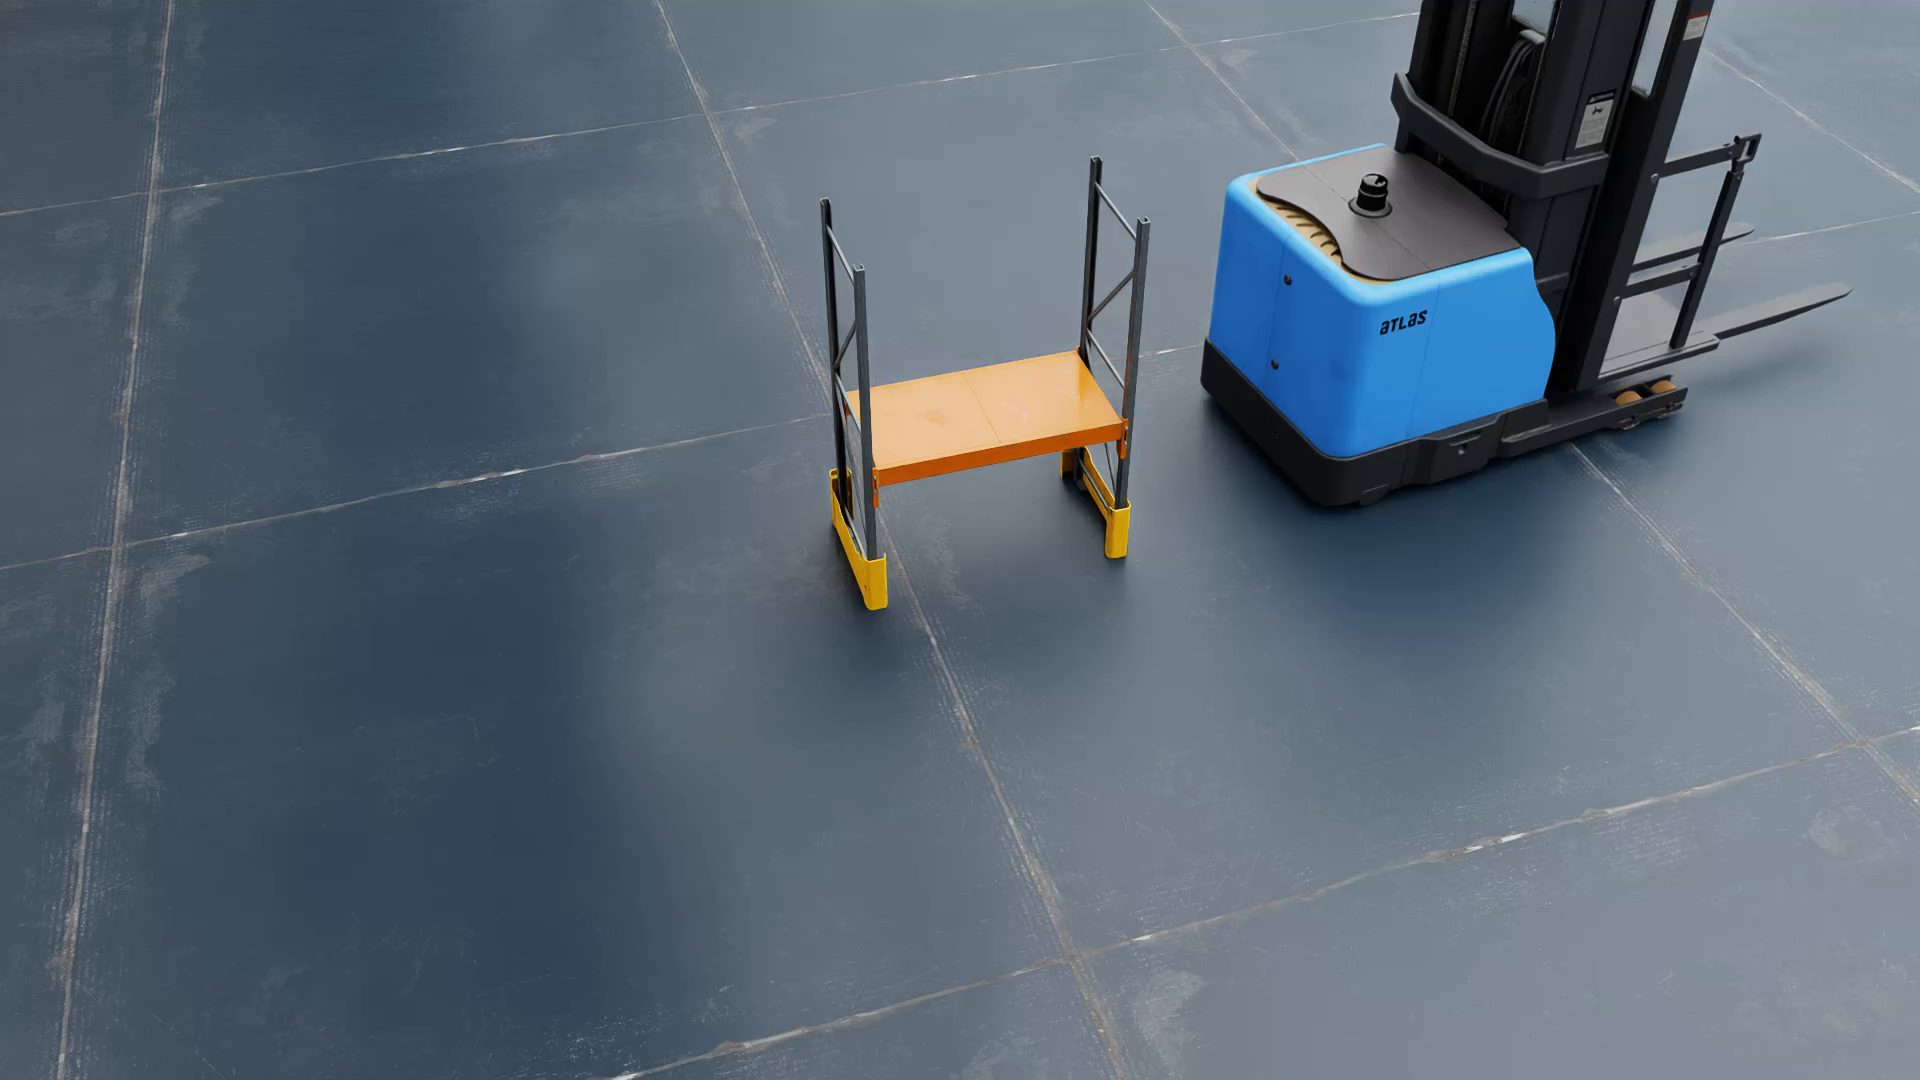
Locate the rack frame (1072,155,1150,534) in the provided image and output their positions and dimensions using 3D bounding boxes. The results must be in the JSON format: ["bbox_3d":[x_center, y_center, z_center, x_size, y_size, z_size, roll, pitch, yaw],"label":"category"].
[{"bbox_3d":[0.566,-0.682,6.391,0.032,1.500,0.500,-12,42,-13],"label":"rack frame"}]

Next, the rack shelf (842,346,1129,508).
[{"bbox_3d":[0.081,-0.446,6.394,1.000,0.185,0.538,-12,42,-13],"label":"rack shelf"}]

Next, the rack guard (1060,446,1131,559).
[{"bbox_3d":[0.548,-0.208,6.798,0.087,0.250,0.587,-12,42,-13],"label":"rack guard"}]

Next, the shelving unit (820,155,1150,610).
[{"bbox_3d":[0.073,-0.580,6.274,1.083,1.500,0.587,-12,42,-13],"label":"shelving unit"}]

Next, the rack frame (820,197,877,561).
[{"bbox_3d":[-0.404,-0.481,6.161,0.032,1.500,0.500,-12,42,-13],"label":"rack frame"}]

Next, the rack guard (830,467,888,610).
[{"bbox_3d":[-0.402,-0.011,6.572,0.087,0.250,0.587,-12,42,-13],"label":"rack guard"}]

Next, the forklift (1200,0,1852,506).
[{"bbox_3d":[2.639,-1.890,6.686,3.031,2.935,1.130,-17,44,-18],"label":"forklift"}]
